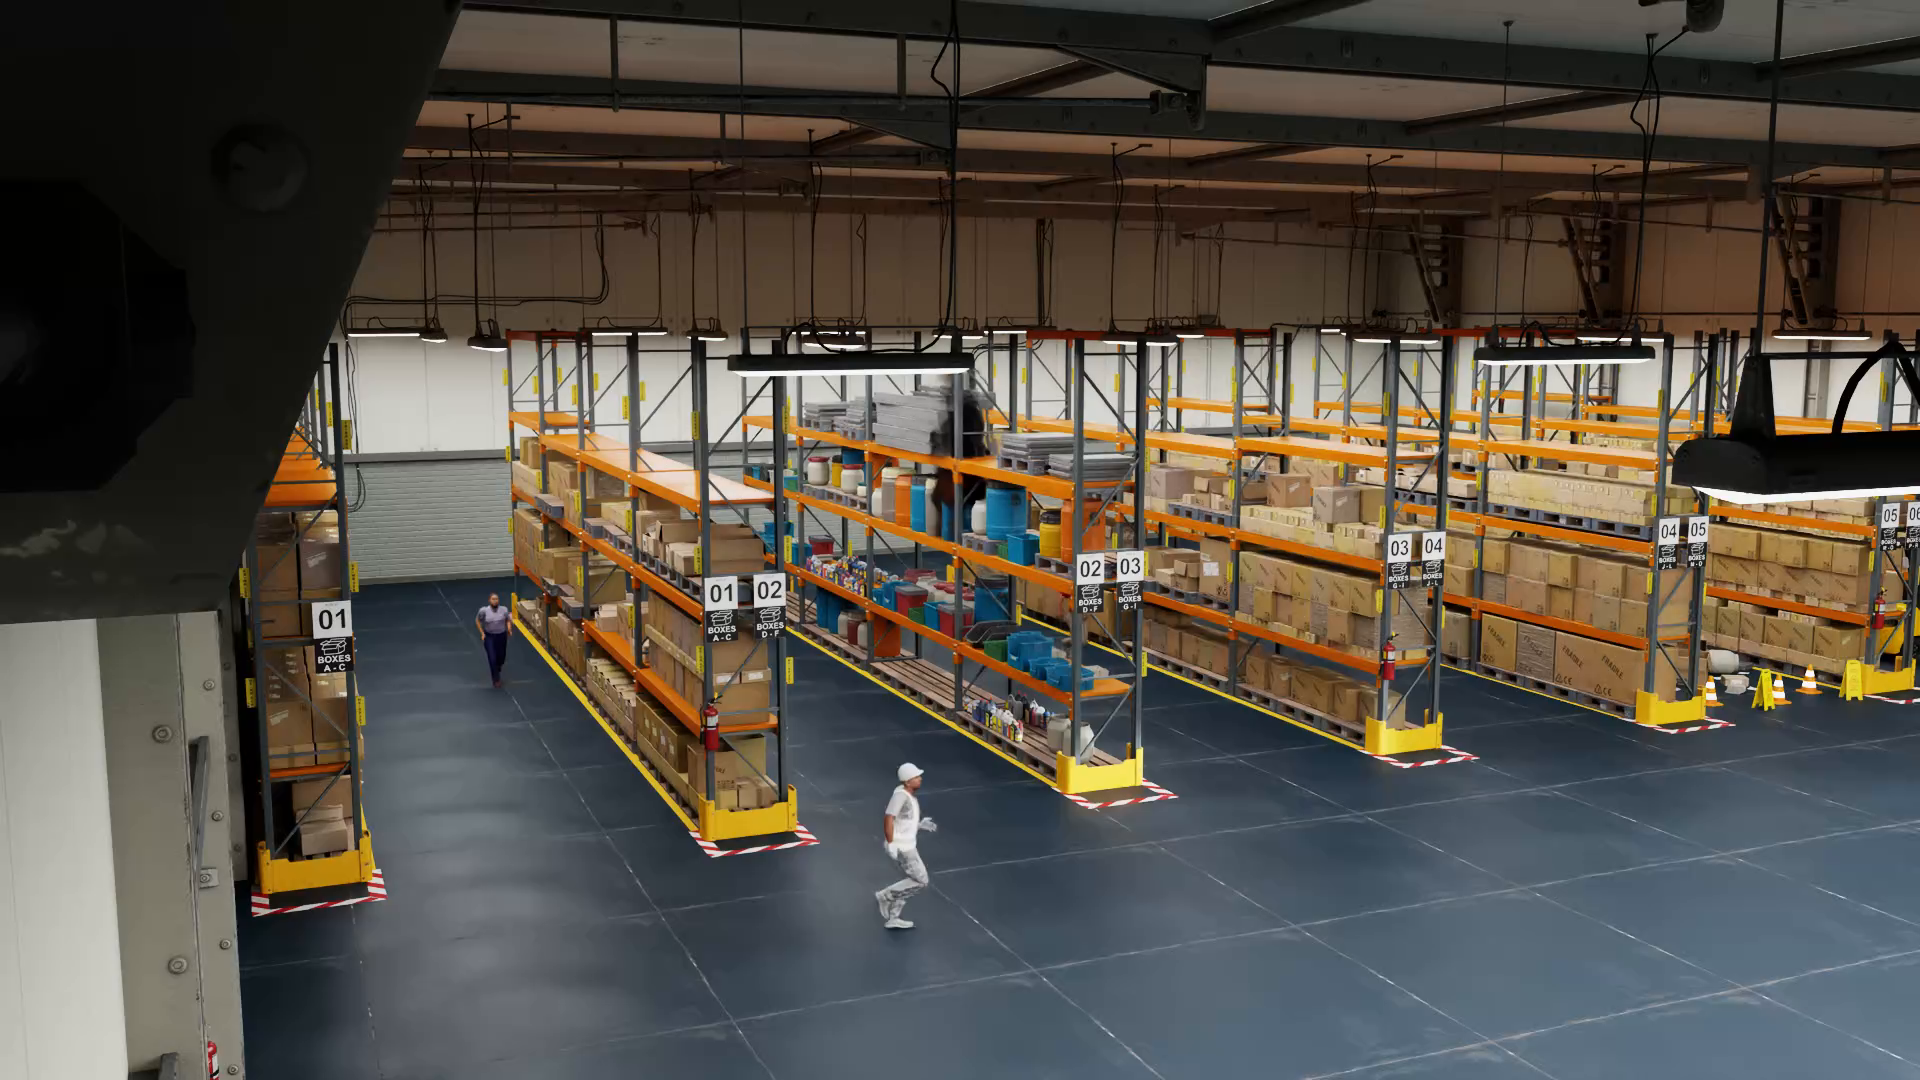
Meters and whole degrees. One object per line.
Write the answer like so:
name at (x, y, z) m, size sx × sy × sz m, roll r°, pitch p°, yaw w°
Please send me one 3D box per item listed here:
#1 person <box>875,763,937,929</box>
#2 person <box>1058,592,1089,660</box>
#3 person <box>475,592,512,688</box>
person at (-0.558, 3.157, 17.146) m, size 0.636 × 1.727 × 0.679 m, roll 0°, pitch 8°, yaw -1°
person at (2.047, 1.384, 28.355) m, size 0.652 × 1.665 × 0.746 m, roll -6°, pitch 10°, yaw -40°
person at (-7.986, 1.726, 28.496) m, size 0.592 × 1.533 × 0.762 m, roll -4°, pitch 9°, yaw -26°
